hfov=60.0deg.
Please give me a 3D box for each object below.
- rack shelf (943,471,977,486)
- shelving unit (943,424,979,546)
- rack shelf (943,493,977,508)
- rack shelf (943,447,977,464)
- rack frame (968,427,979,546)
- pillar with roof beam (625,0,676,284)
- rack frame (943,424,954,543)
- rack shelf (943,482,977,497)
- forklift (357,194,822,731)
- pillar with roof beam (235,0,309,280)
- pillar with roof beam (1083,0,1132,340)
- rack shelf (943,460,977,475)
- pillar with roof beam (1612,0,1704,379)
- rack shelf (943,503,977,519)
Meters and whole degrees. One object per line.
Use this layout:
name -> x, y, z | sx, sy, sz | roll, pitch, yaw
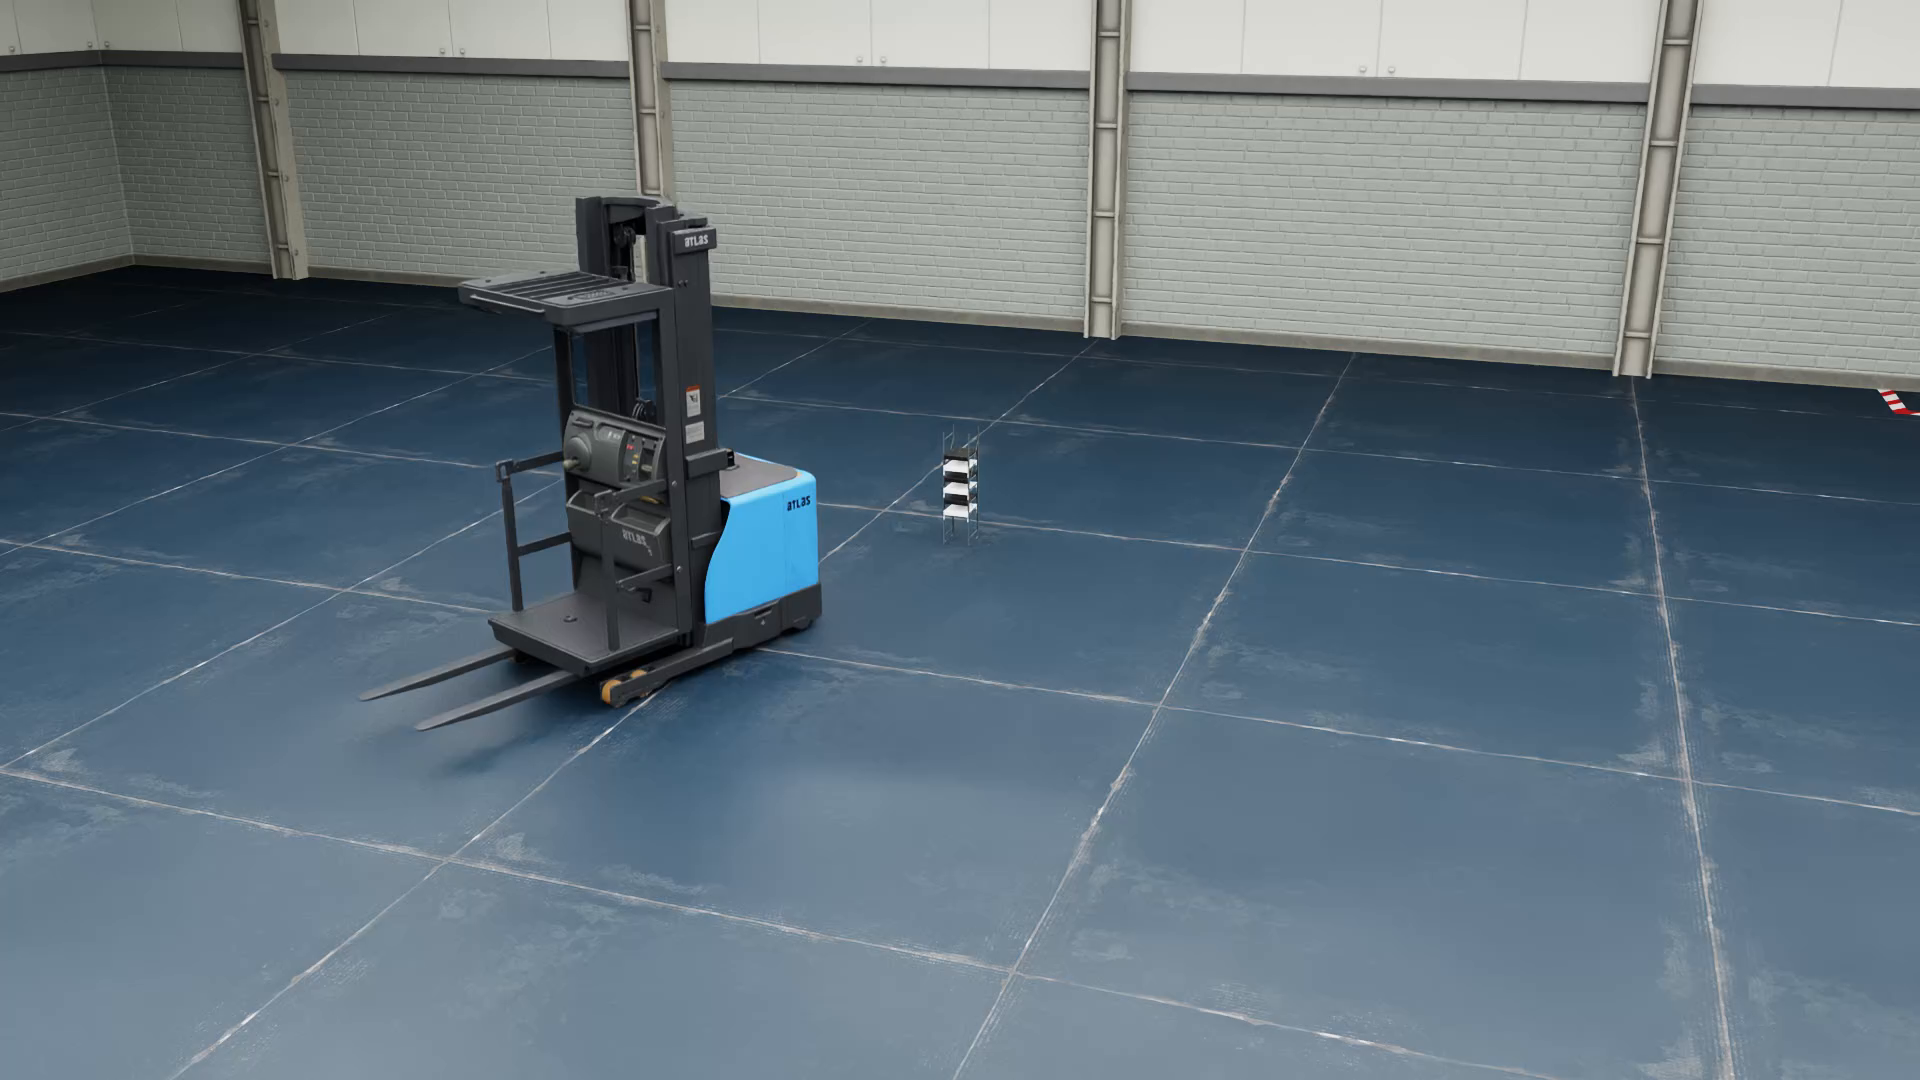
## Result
rack shelf -> 0.008, -0.478, 12.907 | 0.200, 0.077, 0.258 | 7, 20, 18
shelving unit -> 0.008, -0.424, 12.926 | 0.210, 0.900, 0.258 | 7, 20, 18
rack shelf -> 0.008, -0.308, 12.966 | 0.200, 0.077, 0.258 | 7, 20, 18
rack shelf -> 0.008, -0.648, 12.848 | 0.200, 0.077, 0.258 | 7, 20, 18
rack frame -> 0.104, -0.413, 12.894 | 0.006, 0.900, 0.240 | 7, 20, 18
pillar with roof beam -> -5.351, -6.035, 16.718 | 0.400, 9.000, 9.100 | 7, 20, 18
rack frame -> -0.088, -0.435, 12.957 | 0.006, 0.900, 0.240 | 7, 20, 18
rack shelf -> 0.008, -0.393, 12.937 | 0.200, 0.077, 0.258 | 7, 20, 18
forklift -> -2.293, -0.552, 10.206 | 1.130, 2.935, 3.031 | 16, 25, 38
pillar with roof beam -> -11.019, -6.683, 18.577 | 0.400, 9.000, 9.100 | 7, 20, 18
pillar with roof beam -> 0.317, -5.387, 14.859 | 0.400, 9.000, 9.100 | 7, 20, 18
rack shelf -> 0.008, -0.563, 12.877 | 0.200, 0.077, 0.258 | 7, 20, 18
pillar with roof beam -> 5.985, -4.739, 12.999 | 0.400, 9.000, 9.100 | 7, 20, 18
rack shelf -> 0.008, -0.223, 12.996 | 0.200, 0.077, 0.258 | 7, 20, 18
